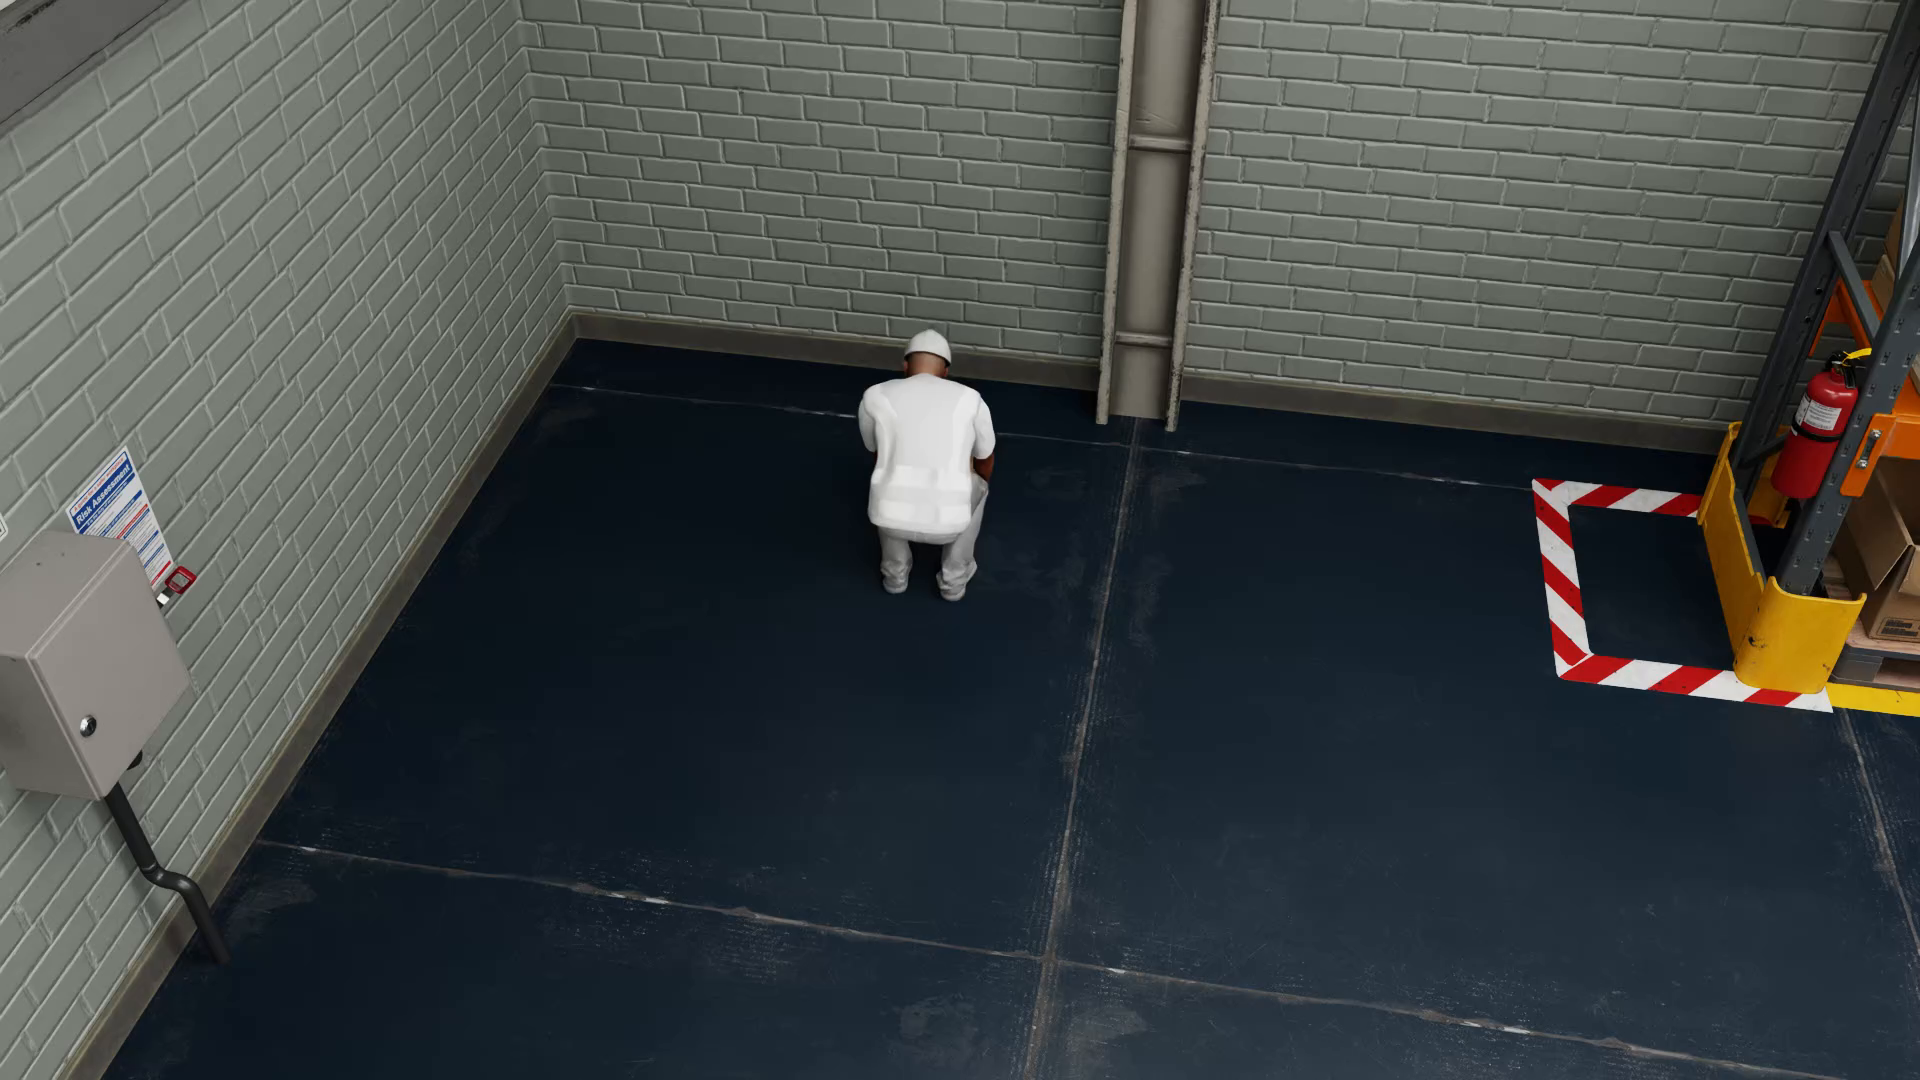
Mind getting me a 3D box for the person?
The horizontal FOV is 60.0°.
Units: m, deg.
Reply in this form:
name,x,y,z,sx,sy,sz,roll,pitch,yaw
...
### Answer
name,x,y,z,sx,sy,sz,roll,pitch,yaw
person,-0.166,-0.290,7.097,0.580,0.975,0.893,6,41,8
